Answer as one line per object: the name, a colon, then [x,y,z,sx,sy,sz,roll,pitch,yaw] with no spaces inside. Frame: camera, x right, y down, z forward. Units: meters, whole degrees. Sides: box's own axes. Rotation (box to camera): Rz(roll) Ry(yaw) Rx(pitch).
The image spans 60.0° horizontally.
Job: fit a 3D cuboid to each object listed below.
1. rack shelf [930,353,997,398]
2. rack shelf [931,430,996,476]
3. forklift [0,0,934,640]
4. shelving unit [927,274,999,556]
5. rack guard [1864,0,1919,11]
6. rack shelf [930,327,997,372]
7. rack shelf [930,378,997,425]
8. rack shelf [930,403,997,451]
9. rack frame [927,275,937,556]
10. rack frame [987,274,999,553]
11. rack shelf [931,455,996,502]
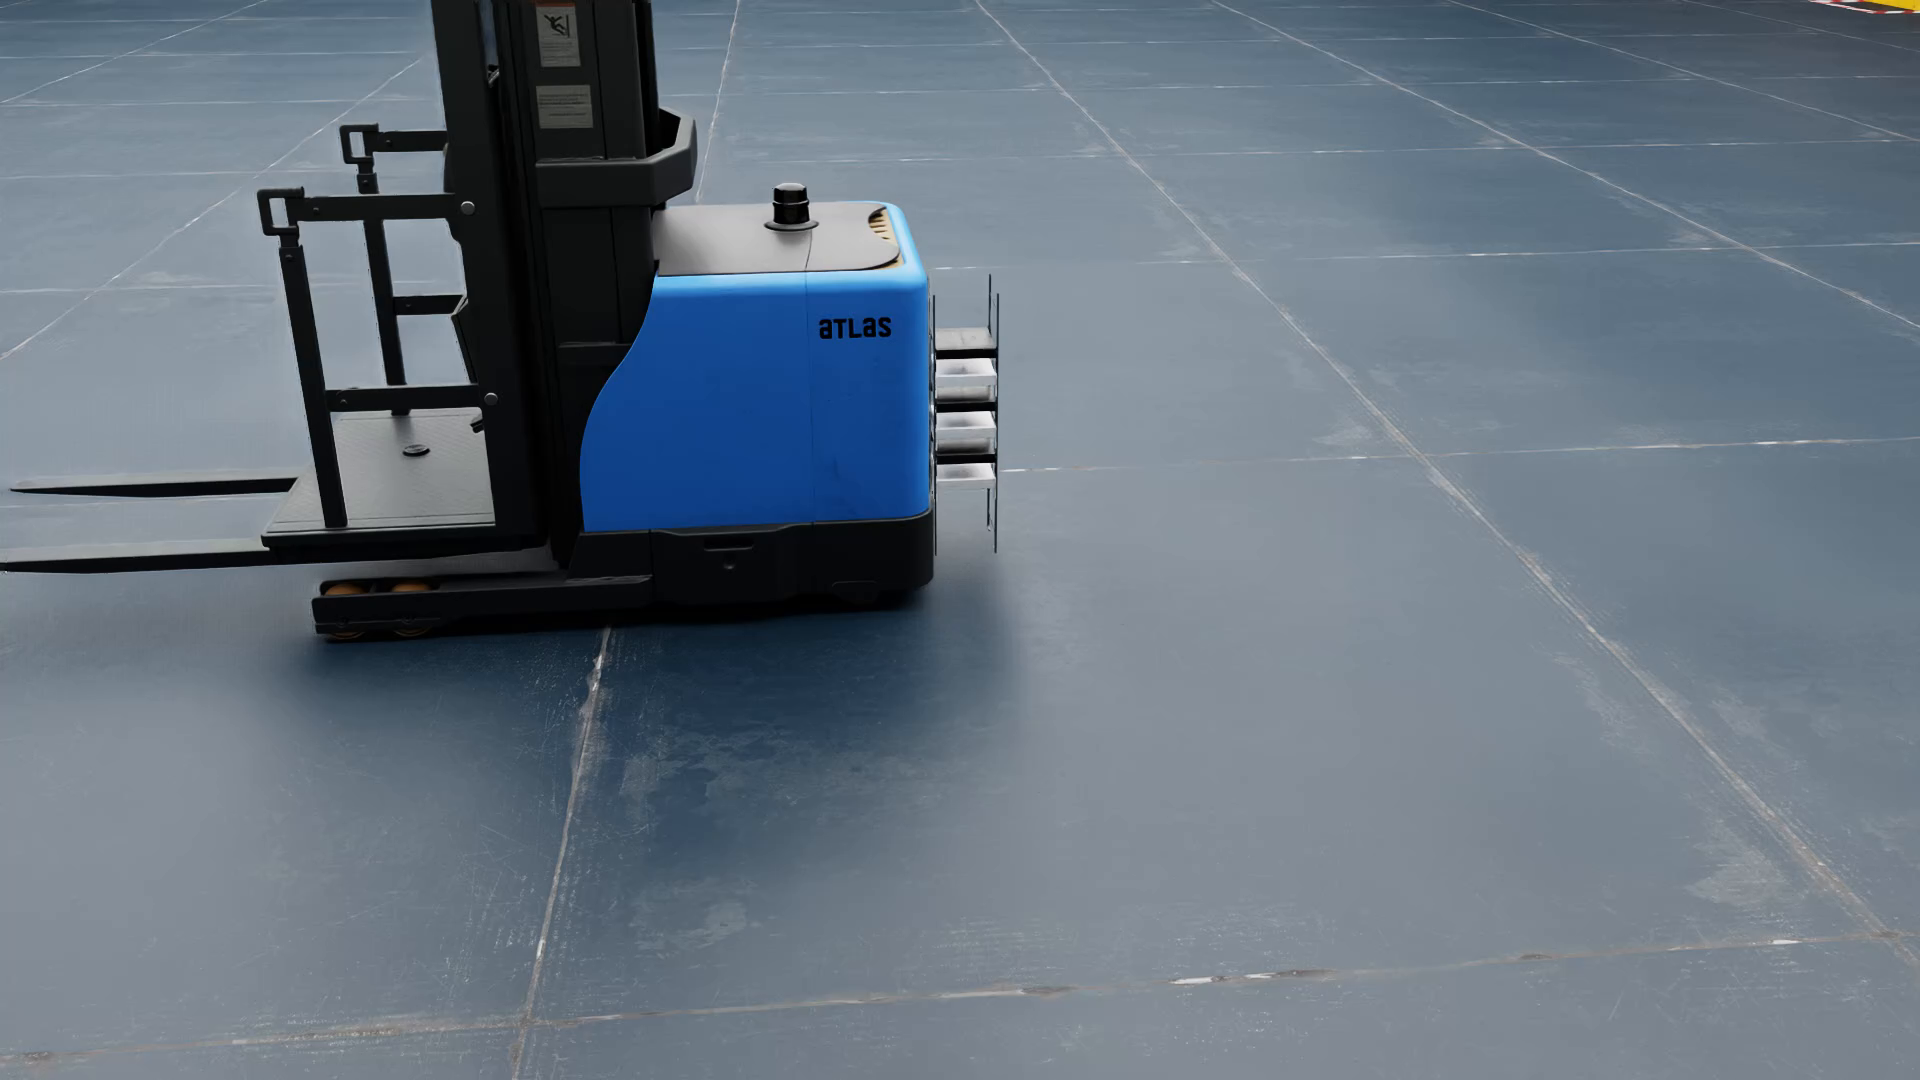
rack shelf: [0.008,-0.546,5.470,0.200,0.077,0.258,-2,24,-5]
rack shelf: [0.008,-0.299,5.580,0.200,0.077,0.258,-2,24,-5]
forklift: [-1.637,-1.264,4.947,3.031,2.935,1.130,-3,24,-6]
shelving unit: [0.008,-0.412,5.530,0.210,0.900,0.258,-2,24,-5]
rack guard: [11.688,-6.856,20.521,0.348,0.500,1.175,-2,24,-5]
rack shelf: [0.008,-0.628,5.434,0.200,0.077,0.258,-2,24,-5]
rack shelf: [0.008,-0.463,5.507,0.200,0.077,0.258,-2,24,-5]
rack shelf: [0.008,-0.381,5.543,0.200,0.077,0.258,-2,24,-5]
rack frame: [-0.093,-0.407,5.521,0.006,0.900,0.240,-2,24,-5]
rack frame: [0.109,-0.416,5.539,0.006,0.900,0.240,-2,24,-5]
rack shelf: [0.008,-0.217,5.616,0.200,0.077,0.258,-2,24,-5]
